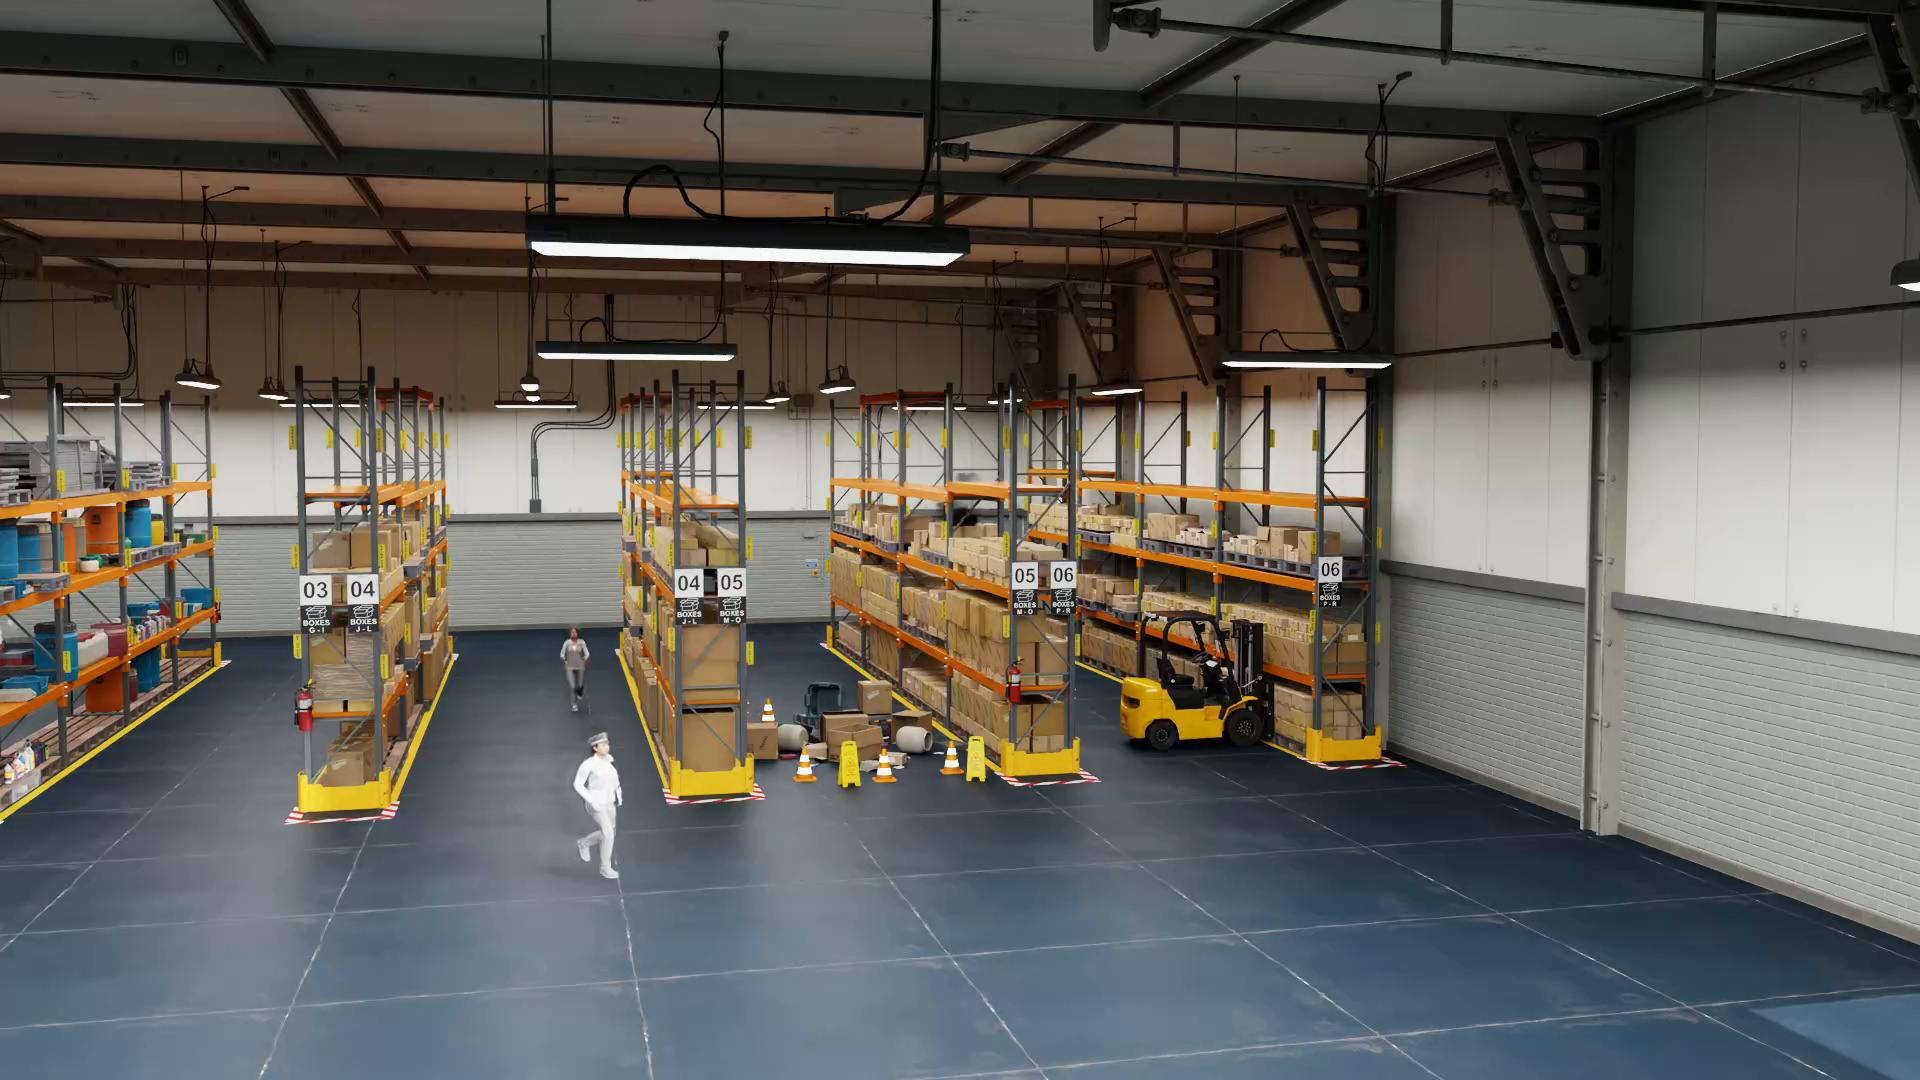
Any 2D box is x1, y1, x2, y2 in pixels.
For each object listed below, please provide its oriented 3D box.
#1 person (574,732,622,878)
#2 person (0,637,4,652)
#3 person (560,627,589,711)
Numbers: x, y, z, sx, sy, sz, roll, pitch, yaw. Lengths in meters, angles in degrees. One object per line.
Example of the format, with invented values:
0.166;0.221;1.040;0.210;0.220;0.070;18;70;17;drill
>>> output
-4.193;3.035;19.202;0.660;1.668;0.642;2;4;30;person
-18.130;2.289;30.827;0.680;1.750;0.624;-2;4;-26;person
-7.141;2.388;30.811;0.532;1.550;0.560;-1;4;-14;person
